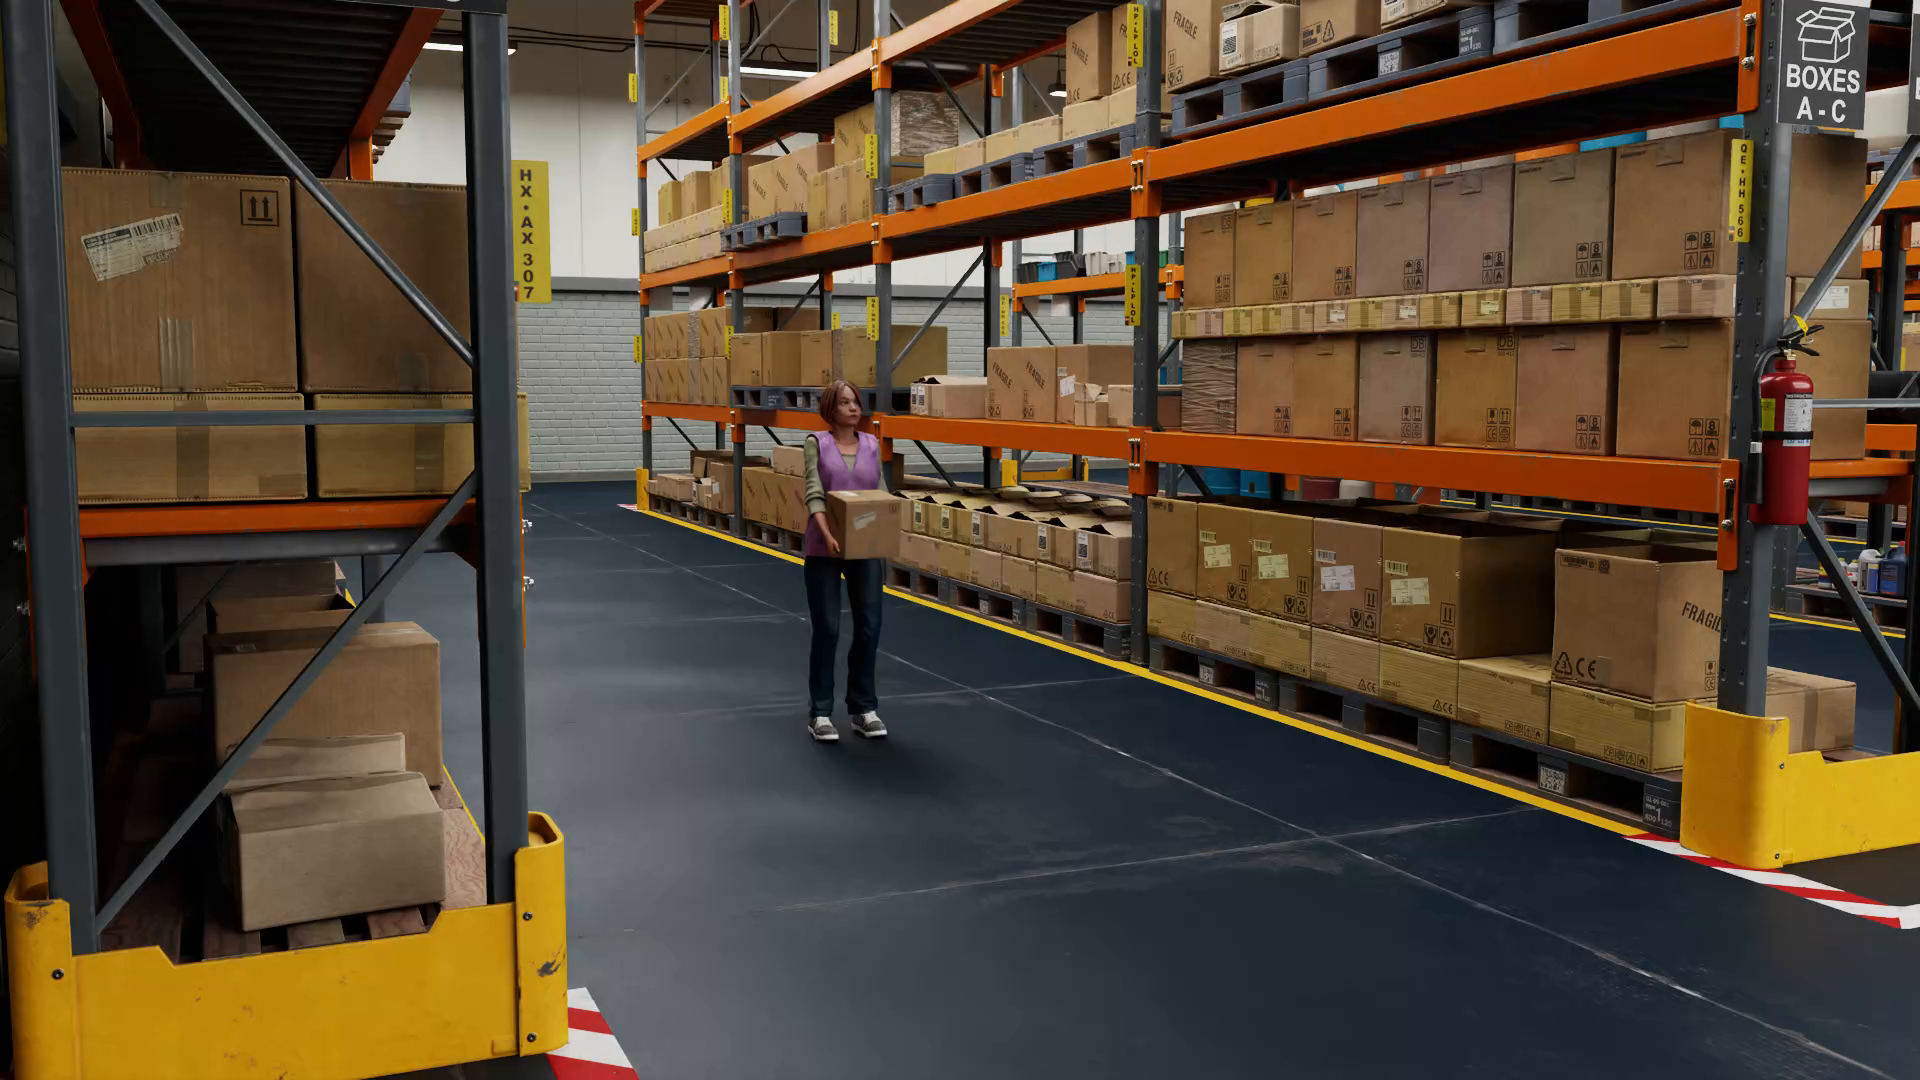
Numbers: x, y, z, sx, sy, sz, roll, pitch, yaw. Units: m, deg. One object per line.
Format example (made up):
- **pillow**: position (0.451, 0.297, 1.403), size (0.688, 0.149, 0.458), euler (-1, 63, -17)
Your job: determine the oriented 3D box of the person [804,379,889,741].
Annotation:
- **person**: position (-0.481, 0.090, 7.319), size (0.407, 1.588, 0.494), euler (-2, 6, -23)
